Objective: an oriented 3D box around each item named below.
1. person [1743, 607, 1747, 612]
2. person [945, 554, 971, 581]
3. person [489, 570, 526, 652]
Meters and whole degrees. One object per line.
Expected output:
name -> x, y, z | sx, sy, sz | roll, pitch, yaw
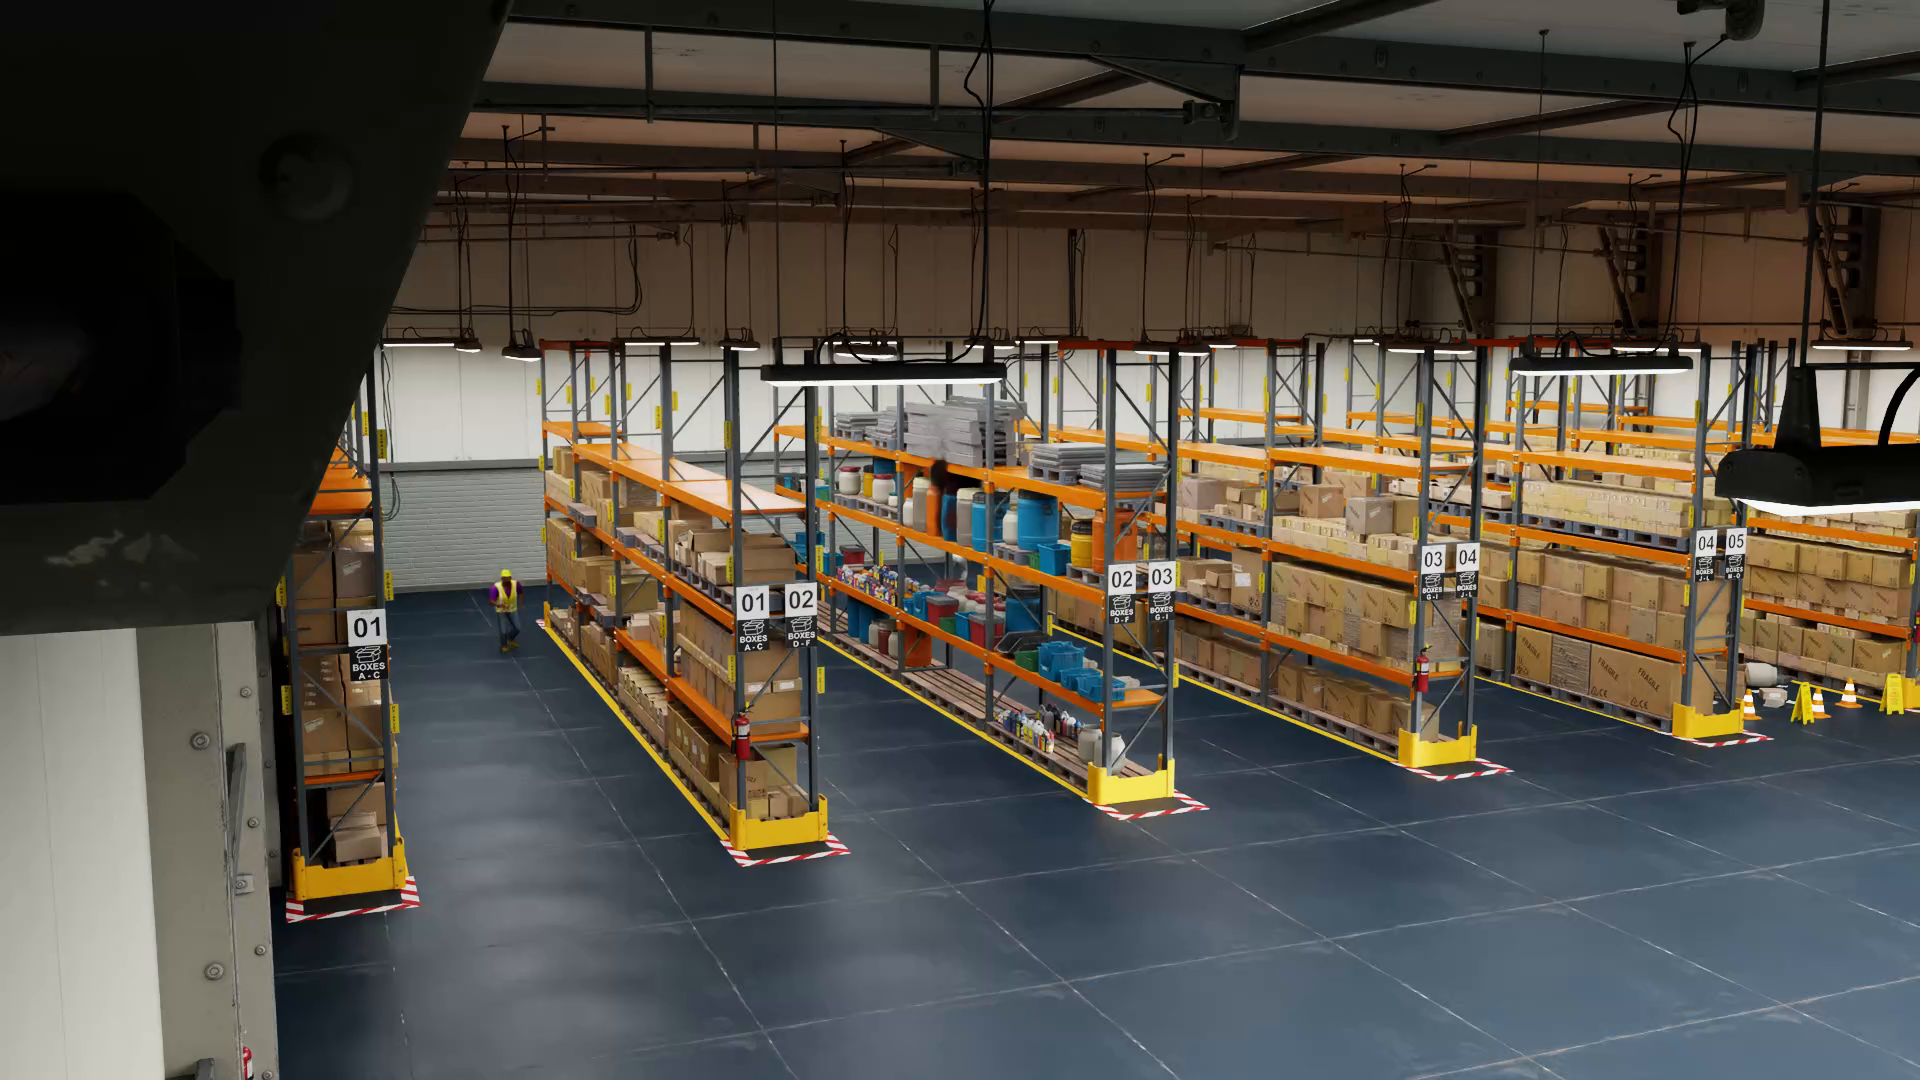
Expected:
person -> 15.665, 1.241, 32.928 | 0.657, 1.667, 0.680 | -4, 8, -28
person -> -0.078, 0.438, 39.435 | 0.723, 1.624, 0.734 | 1, 8, 9
person -> -8.688, 1.366, 31.965 | 0.715, 1.651, 0.771 | -4, 9, -30
